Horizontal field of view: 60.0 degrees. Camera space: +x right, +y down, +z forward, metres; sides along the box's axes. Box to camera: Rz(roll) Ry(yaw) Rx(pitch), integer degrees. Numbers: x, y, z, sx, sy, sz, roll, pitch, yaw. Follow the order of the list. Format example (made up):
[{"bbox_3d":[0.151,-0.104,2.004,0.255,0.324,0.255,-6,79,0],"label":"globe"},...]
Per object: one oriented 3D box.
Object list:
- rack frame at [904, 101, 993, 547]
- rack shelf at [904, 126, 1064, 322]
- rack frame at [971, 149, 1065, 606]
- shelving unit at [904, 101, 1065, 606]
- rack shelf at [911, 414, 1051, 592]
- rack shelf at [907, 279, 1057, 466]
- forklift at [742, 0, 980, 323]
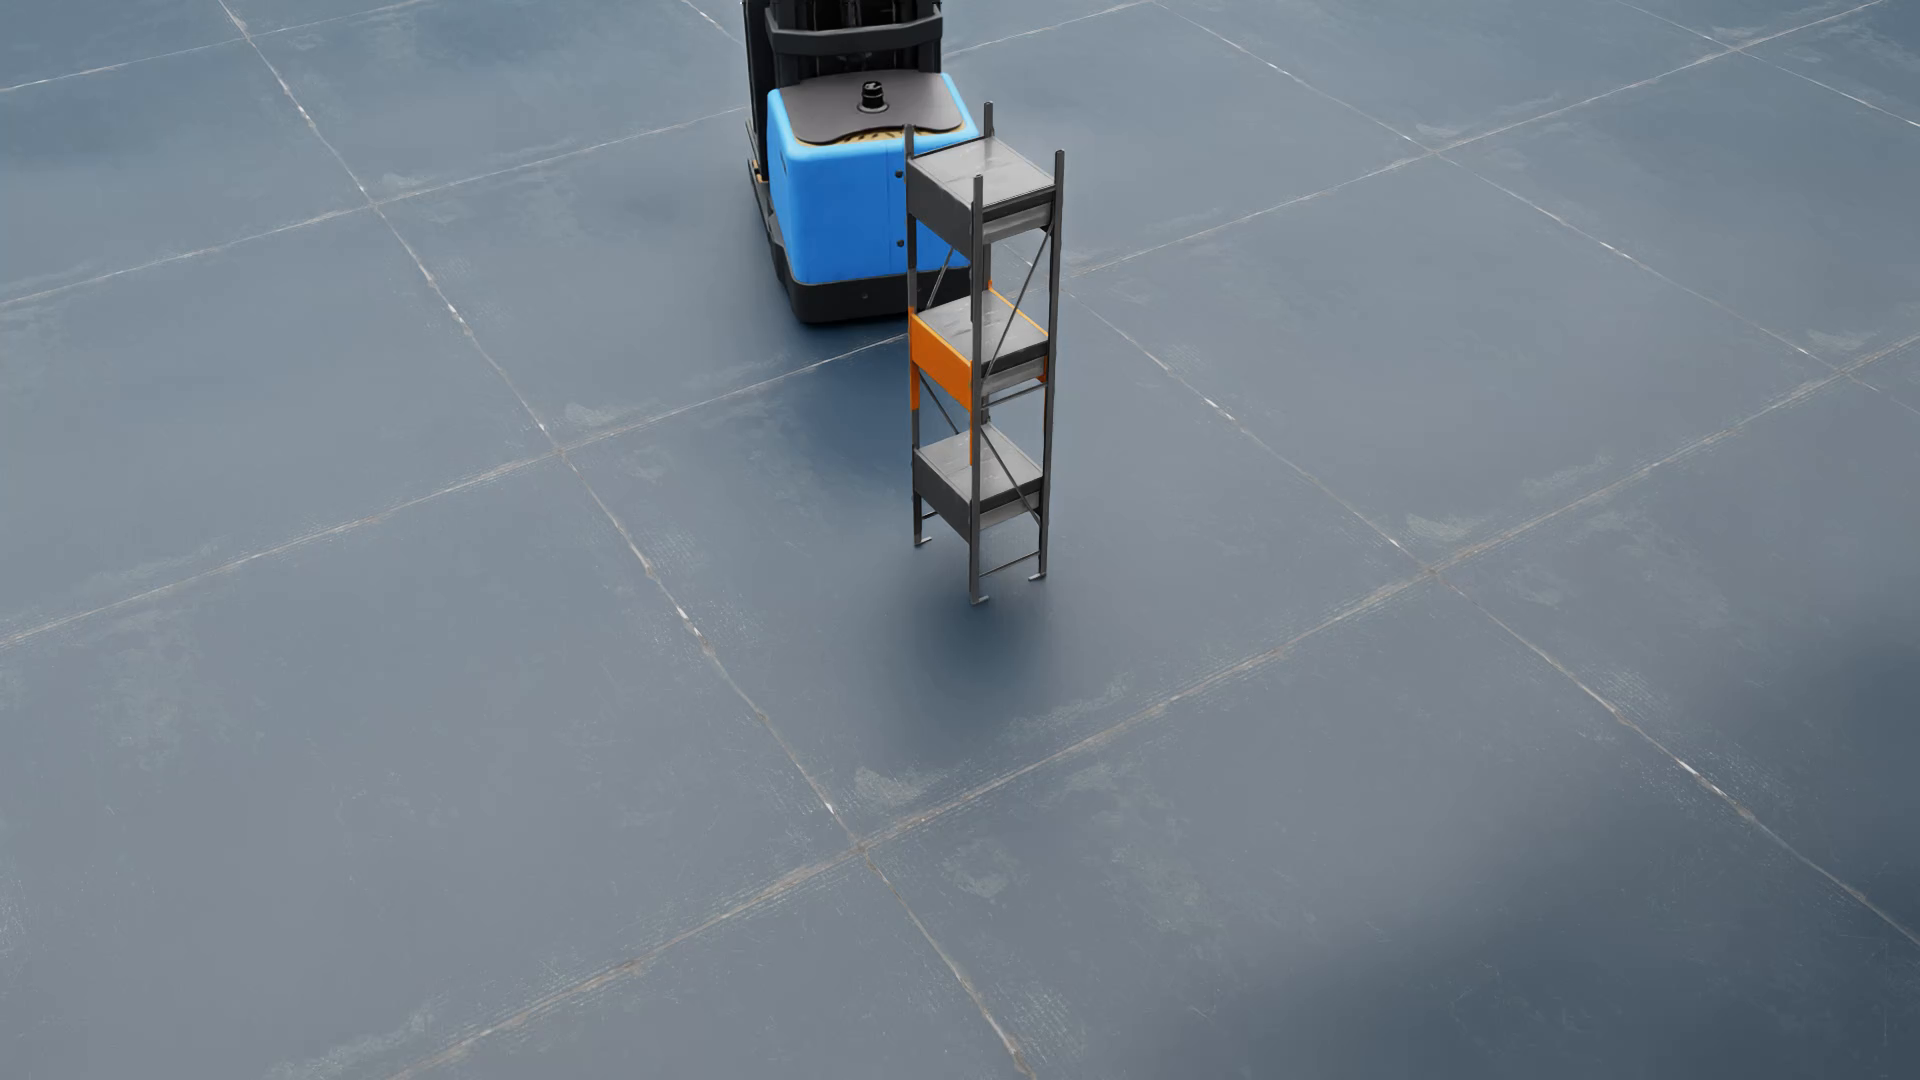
[{"bbox_3d":[-0.042,-0.849,7.129,0.400,2.100,0.015,-22,45,-24],"label":"rack frame"},{"bbox_3d":[0.089,-1.245,6.531,0.431,0.518,0.480,-22,45,-24],"label":"rack shelf"},{"bbox_3d":[0.220,-0.586,6.813,0.400,2.100,0.015,-22,45,-24],"label":"rack frame"},{"bbox_3d":[0.089,-0.717,6.971,0.431,2.100,0.503,-22,45,-24],"label":"shelving unit"},{"bbox_3d":[0.089,-0.169,7.427,0.431,0.518,0.480,-22,45,-24],"label":"rack shelf"},{"bbox_3d":[0.089,-0.707,6.979,0.431,0.518,0.480,-22,45,-24],"label":"rack shelf"},{"bbox_3d":[-0.704,-3.259,9.371,1.130,2.935,3.031,-8,41,-10],"label":"forklift"}]
